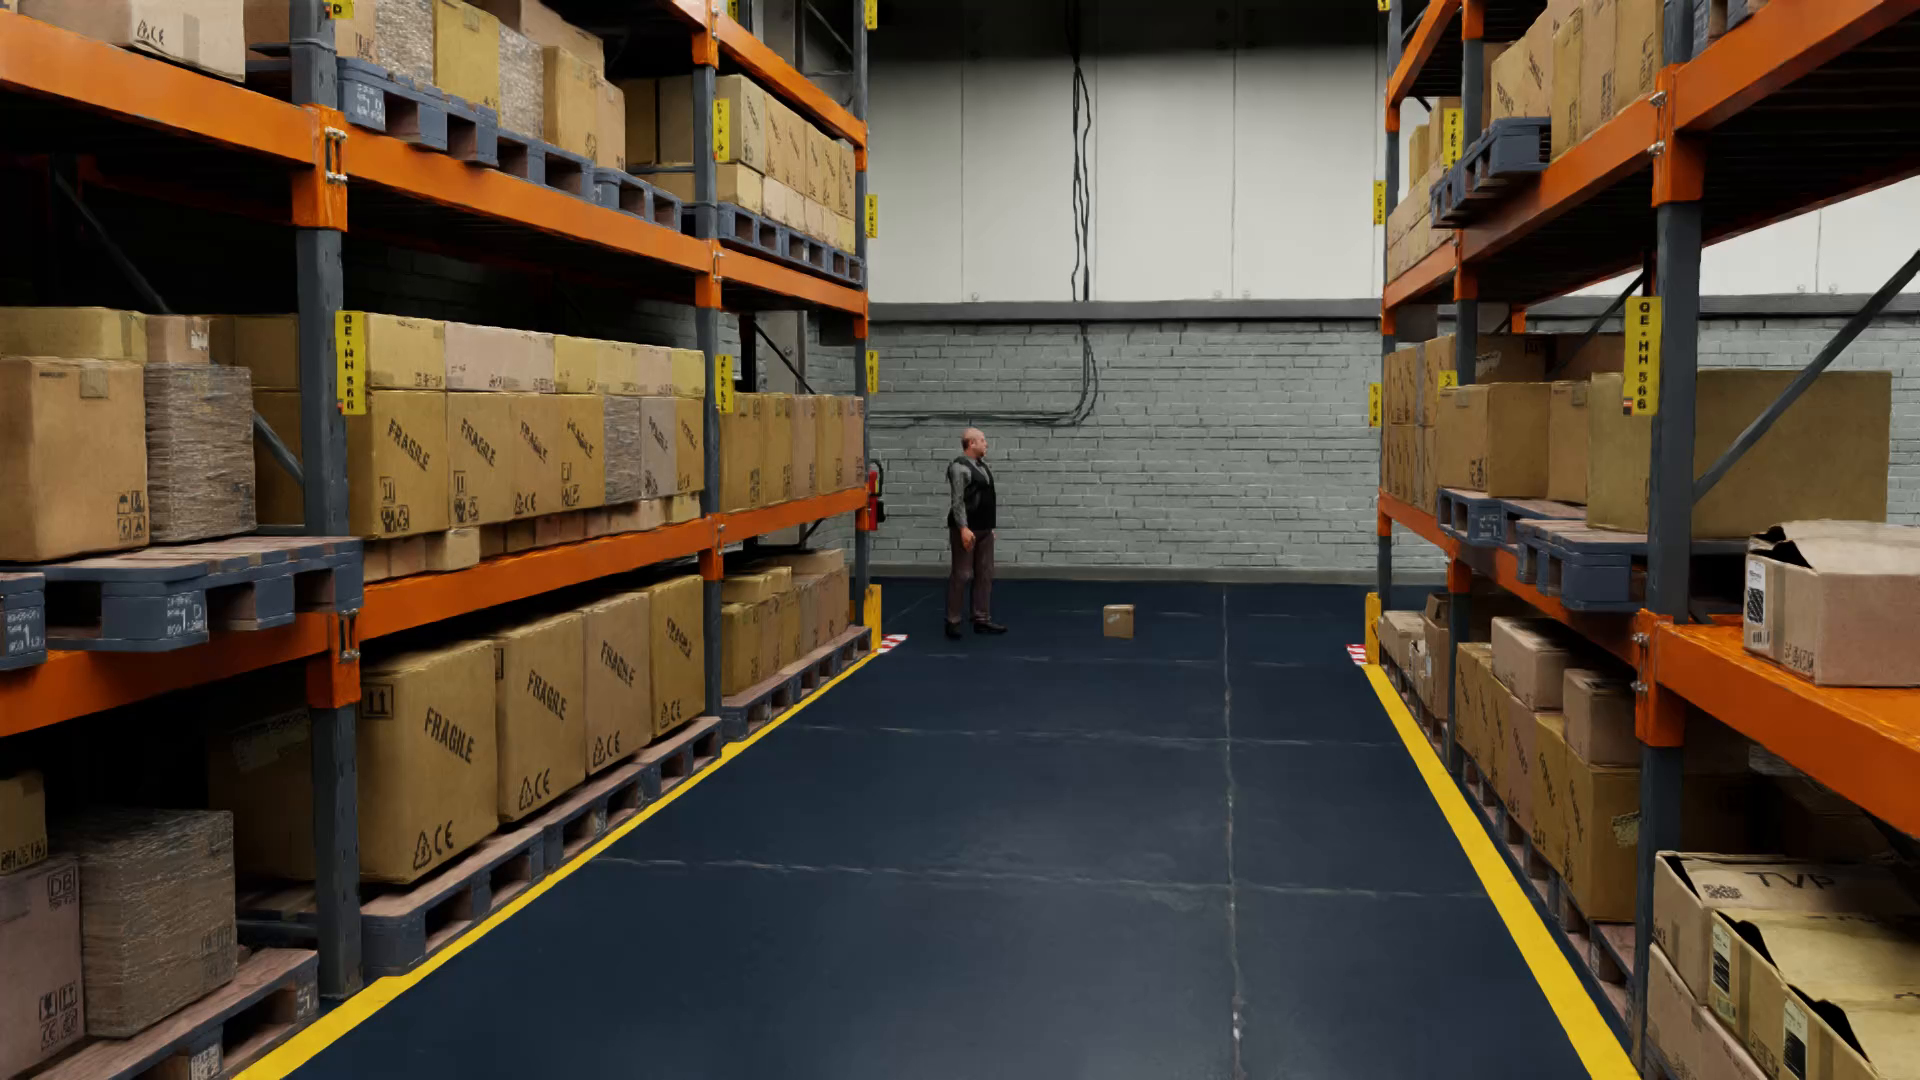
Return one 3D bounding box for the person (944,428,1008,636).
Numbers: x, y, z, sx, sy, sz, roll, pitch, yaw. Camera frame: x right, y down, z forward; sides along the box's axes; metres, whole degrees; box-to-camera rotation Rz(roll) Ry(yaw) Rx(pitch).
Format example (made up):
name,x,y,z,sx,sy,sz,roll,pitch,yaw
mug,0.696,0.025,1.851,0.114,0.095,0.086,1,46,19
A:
name,x,y,z,sx,sy,sz,roll,pitch,yaw
person,0.101,-0.068,13.942,0.393,1.733,0.609,3,5,33
